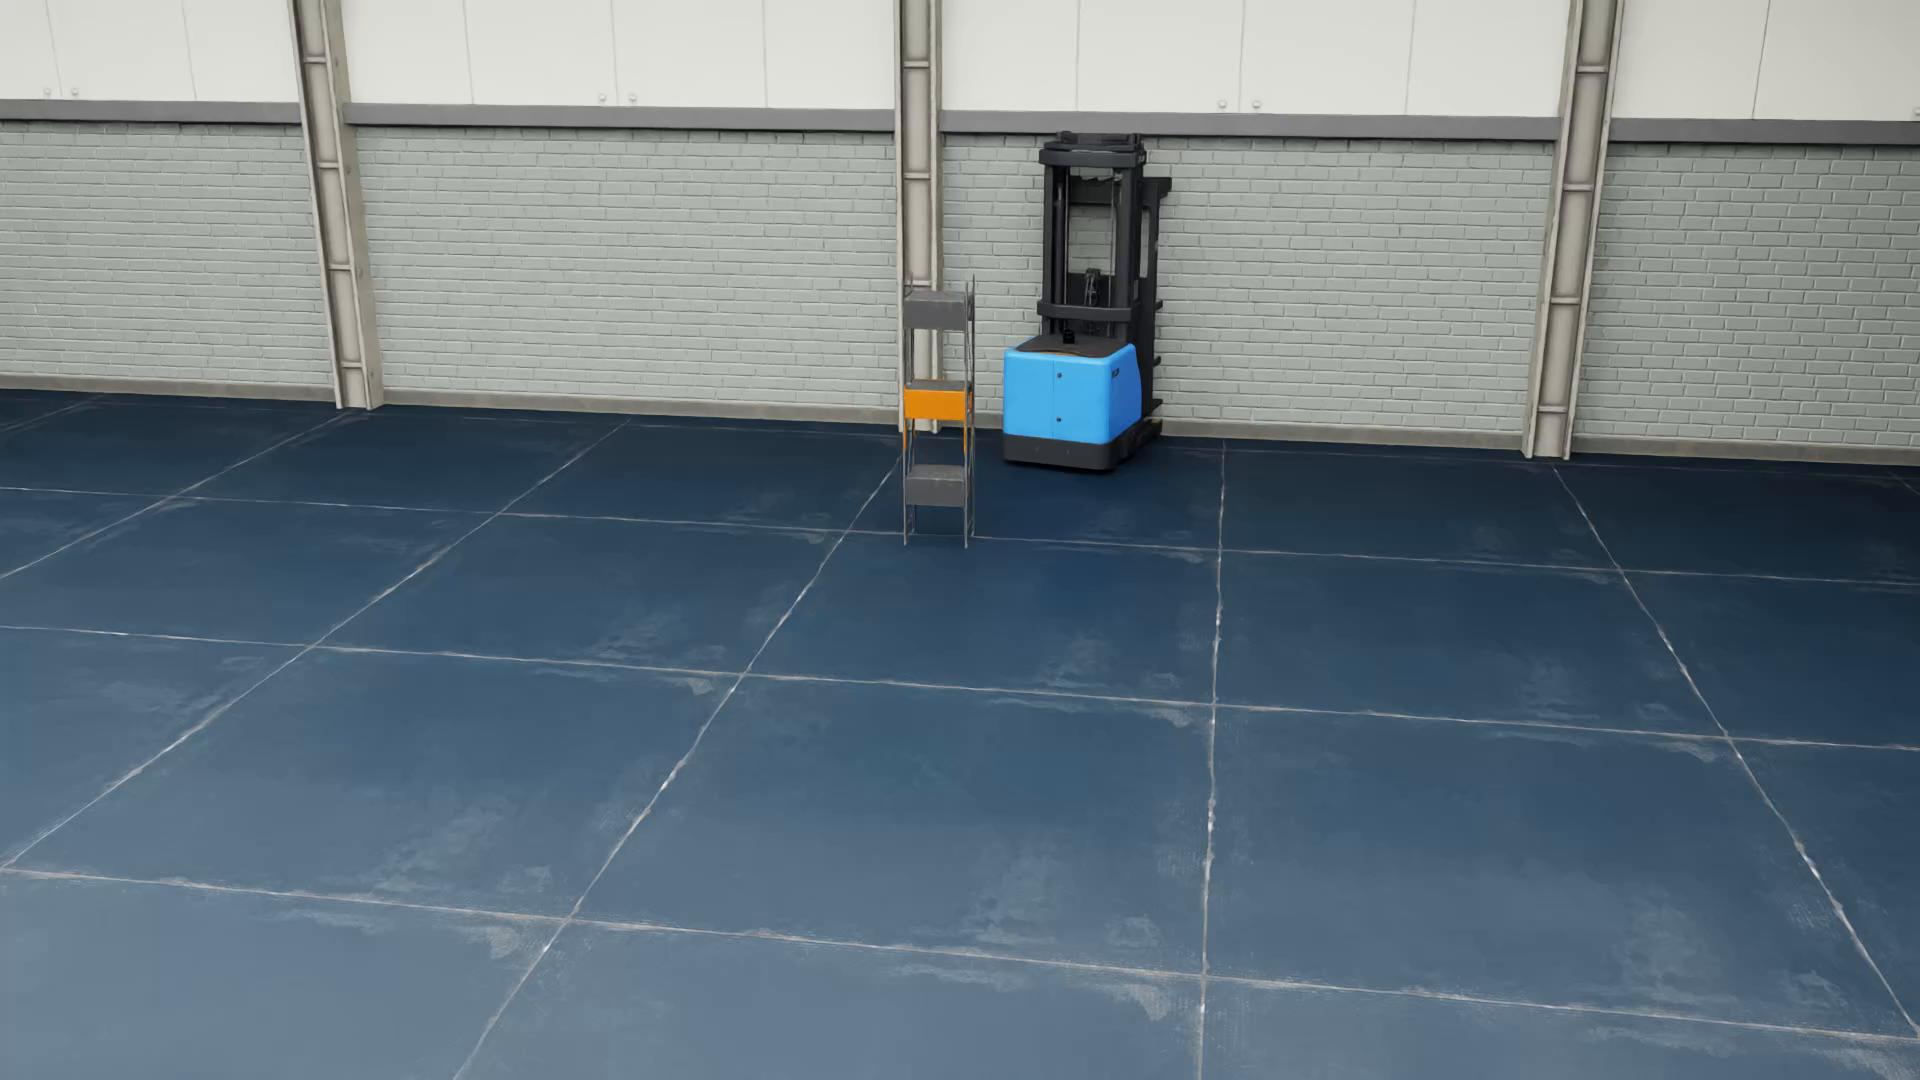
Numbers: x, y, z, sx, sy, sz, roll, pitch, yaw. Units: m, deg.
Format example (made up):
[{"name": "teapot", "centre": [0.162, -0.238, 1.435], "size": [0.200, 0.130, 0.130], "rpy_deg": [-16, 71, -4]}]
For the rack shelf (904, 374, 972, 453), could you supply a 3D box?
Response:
[{"name": "rack shelf", "centre": [-0.163, -0.991, 12.999], "size": [0.480, 0.518, 0.431], "rpy_deg": [3, 19, 9]}]

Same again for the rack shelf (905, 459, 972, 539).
[{"name": "rack shelf", "centre": [-0.163, -0.327, 13.221], "size": [0.480, 0.518, 0.431], "rpy_deg": [3, 19, 9]}]

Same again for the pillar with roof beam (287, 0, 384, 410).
[{"name": "pillar with roof beam", "centre": [-6.997, -4.334, 12.076], "size": [0.400, 9.000, 9.100], "rpy_deg": [3, 19, 9]}]

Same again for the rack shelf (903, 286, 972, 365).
[{"name": "rack shelf", "centre": [-0.163, -1.655, 12.777], "size": [0.480, 0.518, 0.431], "rpy_deg": [3, 19, 9]}]

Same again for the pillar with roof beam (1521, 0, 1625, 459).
[{"name": "pillar with roof beam", "centre": [4.851, -3.731, 10.271], "size": [0.400, 9.000, 9.100], "rpy_deg": [3, 19, 9]}]

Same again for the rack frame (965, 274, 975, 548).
[{"name": "rack frame", "centre": [0.077, -0.992, 12.958], "size": [0.015, 2.100, 0.400], "rpy_deg": [3, 19, 9]}]

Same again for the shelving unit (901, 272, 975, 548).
[{"name": "shelving unit", "centre": [-0.163, -1.004, 12.995], "size": [0.503, 2.100, 0.431], "rpy_deg": [3, 19, 9]}]

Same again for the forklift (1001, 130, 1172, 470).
[{"name": "forklift", "centre": [1.427, -2.449, 16.004], "size": [1.130, 2.935, 3.031], "rpy_deg": [8, 20, 22]}]

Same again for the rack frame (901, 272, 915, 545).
[{"name": "rack frame", "centre": [-0.404, -1.016, 13.032], "size": [0.015, 2.100, 0.400], "rpy_deg": [3, 19, 9]}]

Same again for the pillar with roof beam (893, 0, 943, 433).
[{"name": "pillar with roof beam", "centre": [-1.073, -4.033, 11.173], "size": [0.400, 9.000, 9.100], "rpy_deg": [3, 19, 9]}]
